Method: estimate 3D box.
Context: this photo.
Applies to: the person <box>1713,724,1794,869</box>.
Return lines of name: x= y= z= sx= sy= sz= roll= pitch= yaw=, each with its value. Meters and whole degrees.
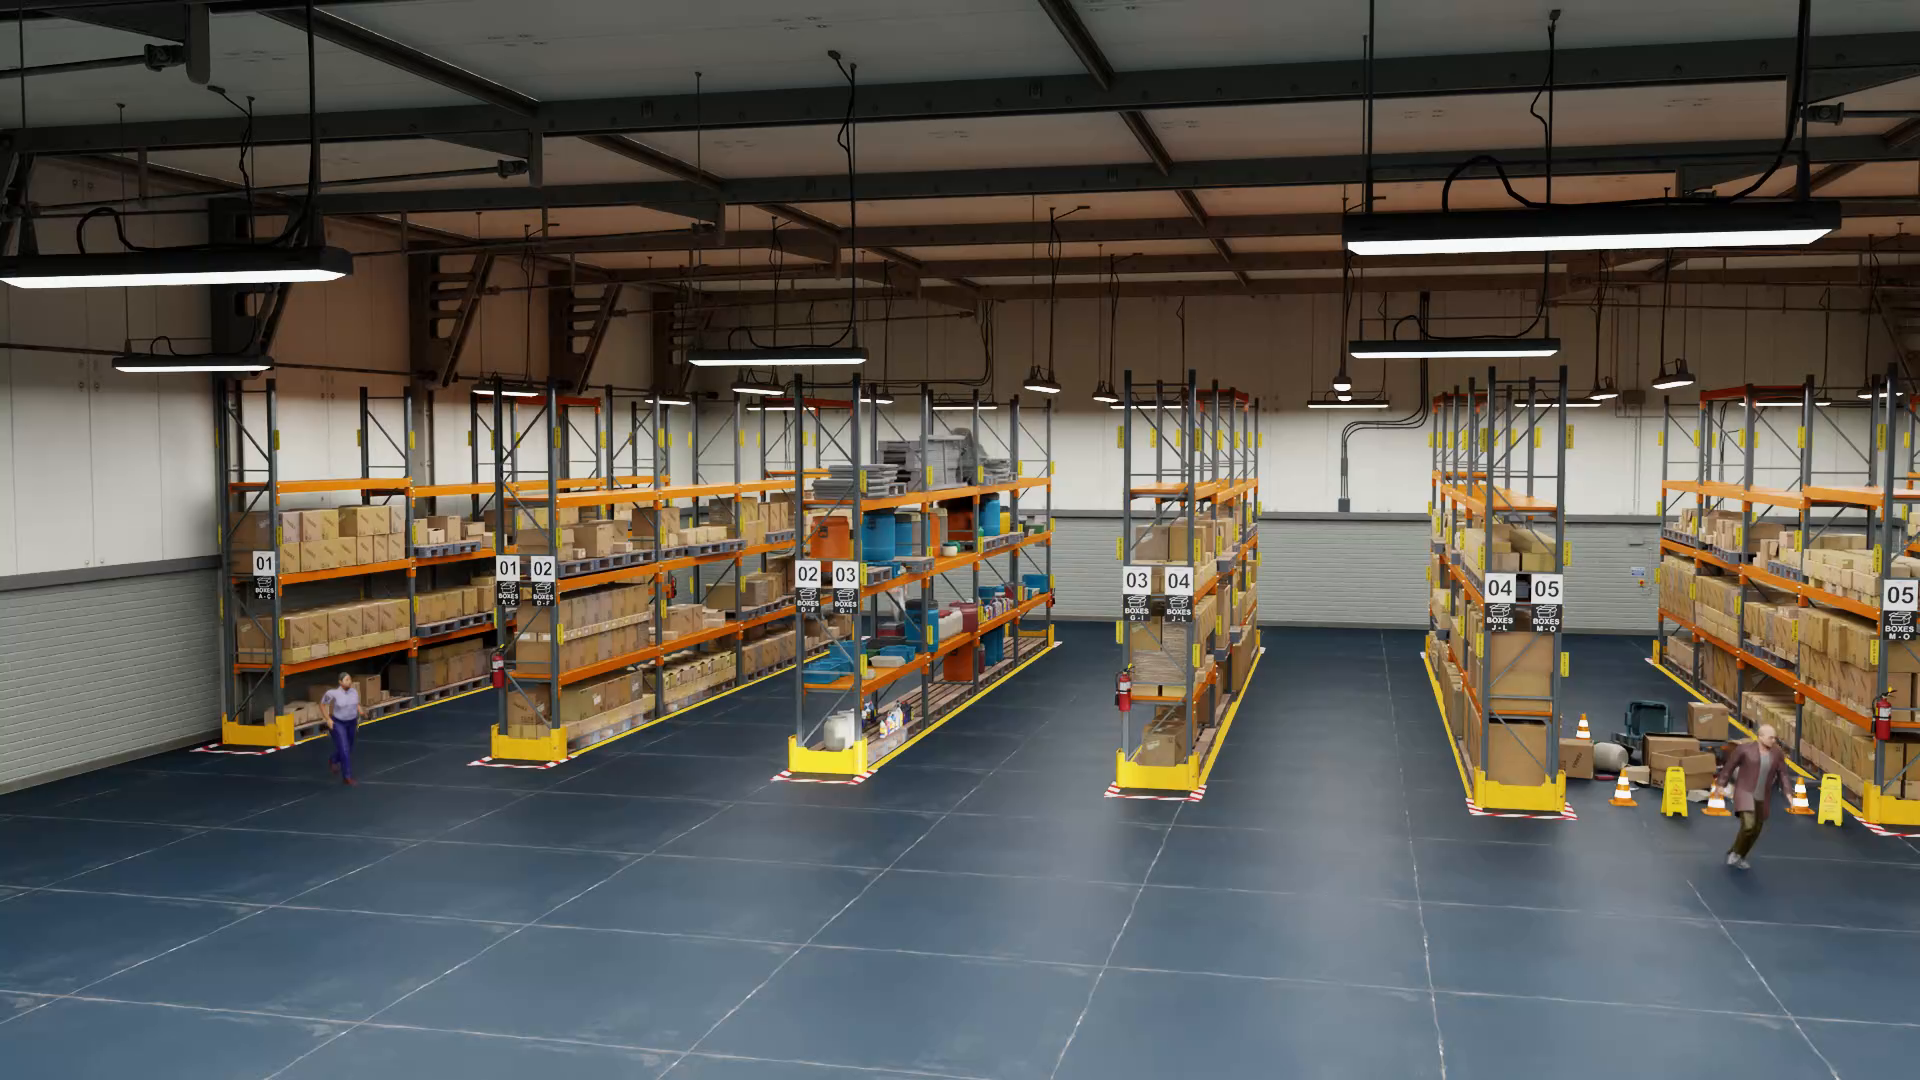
person: x=9.206 y=2.975 z=19.249 sx=0.681 sy=1.729 sz=0.765 roll=-1 pitch=3 yaw=-9

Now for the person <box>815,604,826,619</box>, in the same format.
person: x=-3.847 y=1.499 z=45.137 sx=0.603 sy=1.621 sz=0.783 roll=-3 pitch=4 yaw=-37

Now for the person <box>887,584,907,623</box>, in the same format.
person: x=-1.650 y=1.562 z=43.578 sx=0.567 sy=1.644 sz=0.652 roll=0 pitch=3 yaw=-6

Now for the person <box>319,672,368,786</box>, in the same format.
person: x=-9.059 y=2.756 z=24.325 sx=0.853 sy=1.638 sz=0.586 roll=2 pitch=4 yaw=36
